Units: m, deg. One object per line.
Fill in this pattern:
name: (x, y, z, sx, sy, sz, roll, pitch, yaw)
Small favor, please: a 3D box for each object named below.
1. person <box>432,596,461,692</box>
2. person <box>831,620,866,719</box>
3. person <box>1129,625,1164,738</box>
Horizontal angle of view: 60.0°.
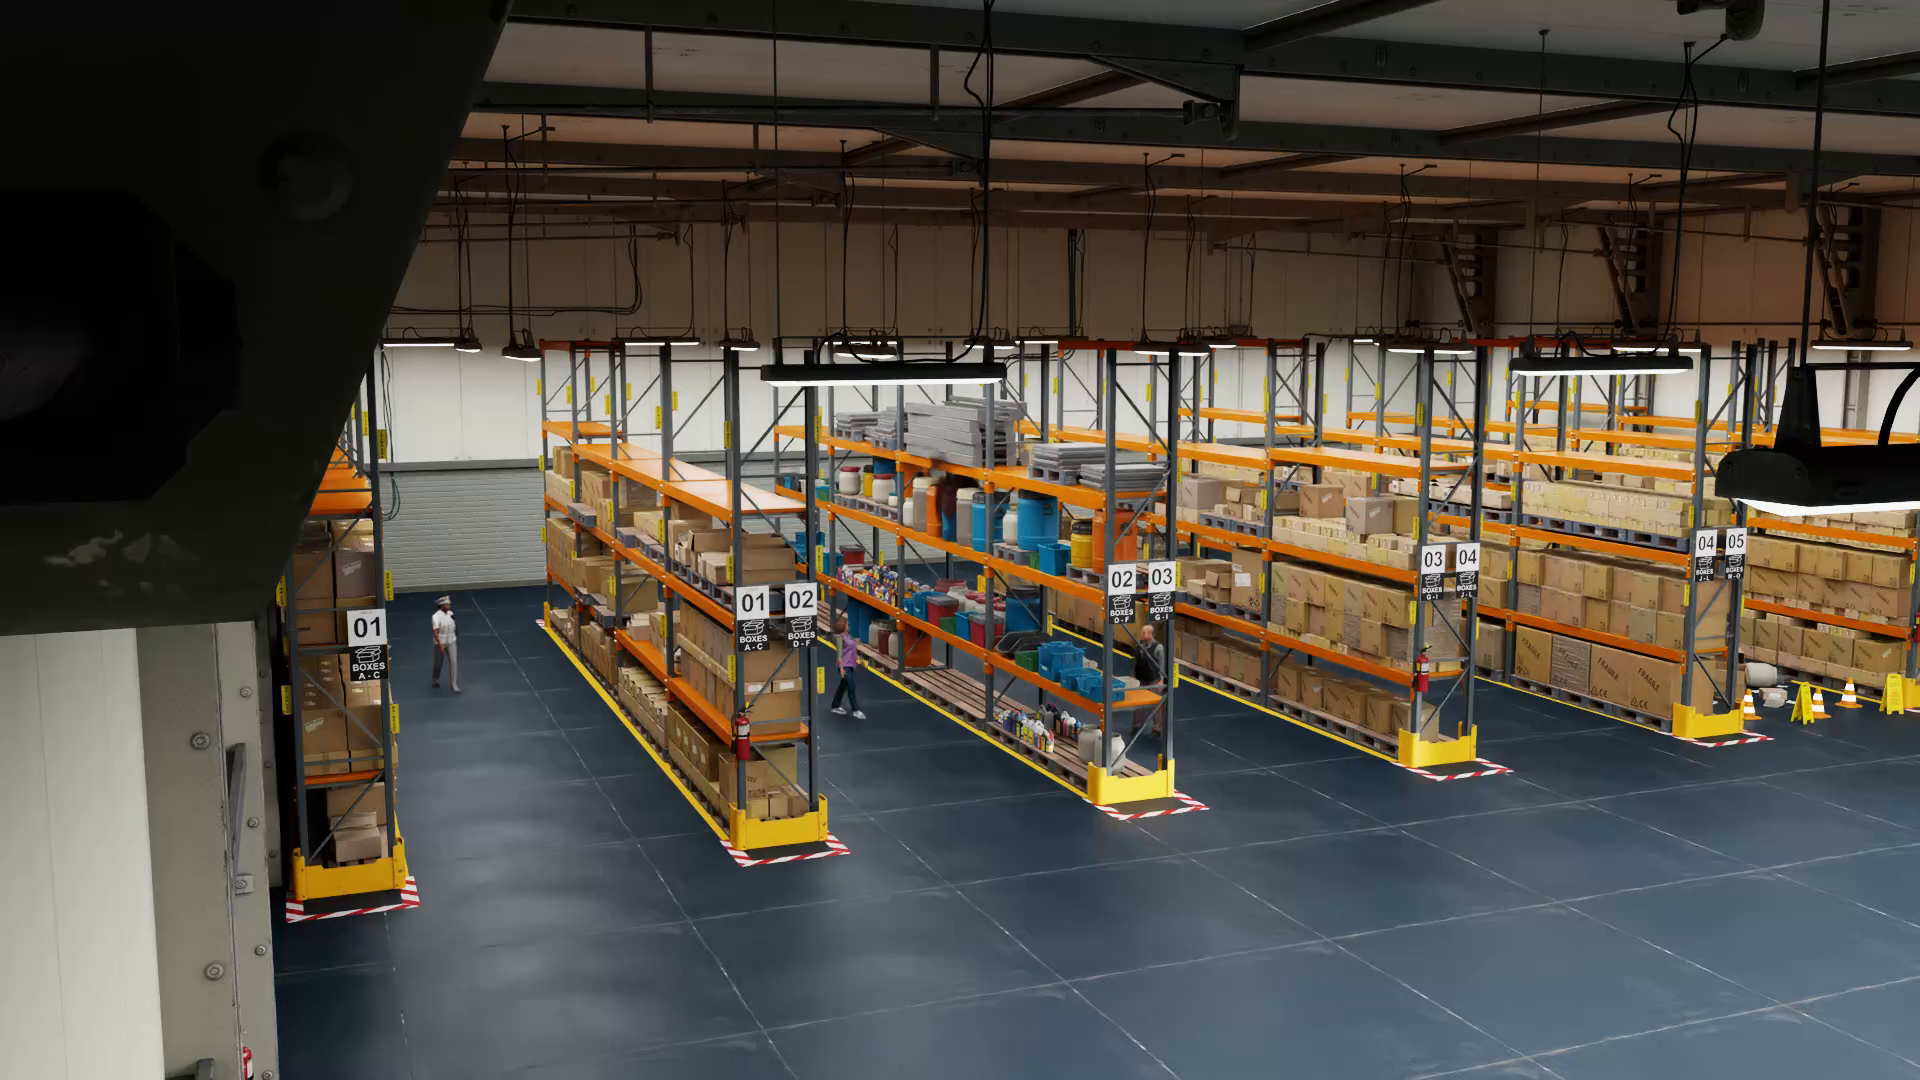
person: (-8.920, 1.773, 28.796, 0.429, 1.644, 0.939, -4, 9, -31)
person: (-1.769, 2.064, 26.777, 0.727, 1.548, 0.456, 4, 9, 29)
person: (2.844, 2.156, 25.427, 0.580, 1.719, 0.440, 5, 9, 36)
